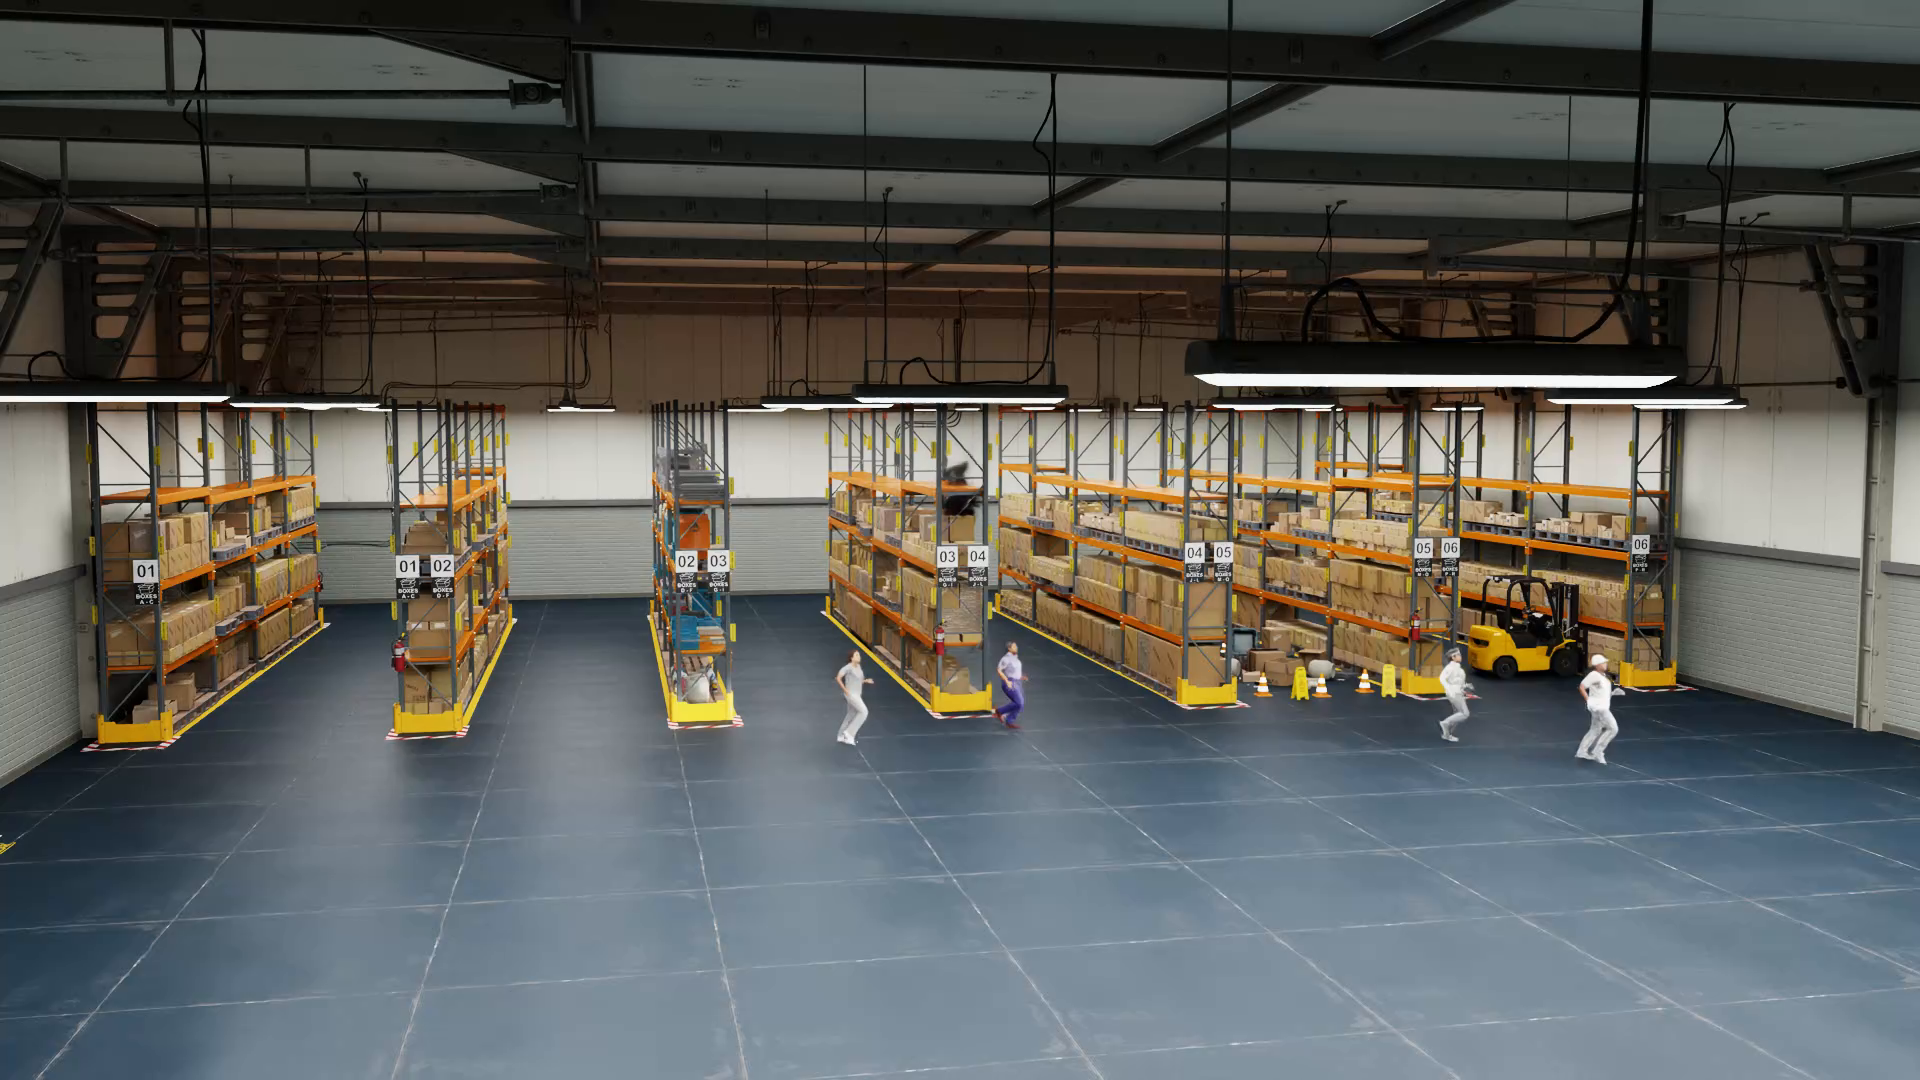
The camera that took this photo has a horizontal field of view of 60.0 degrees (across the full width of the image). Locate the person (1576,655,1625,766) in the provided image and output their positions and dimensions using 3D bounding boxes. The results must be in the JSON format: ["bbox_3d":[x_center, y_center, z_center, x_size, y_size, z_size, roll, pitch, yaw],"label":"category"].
[{"bbox_3d":[10.503,2.782,27.244,0.710,1.803,0.655,2,5,26],"label":"person"}]

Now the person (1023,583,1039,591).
[{"bbox_3d":[2.124,1.146,50.099,0.668,1.636,0.896,2,5,24],"label":"person"}]

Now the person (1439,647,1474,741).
[{"bbox_3d":[8.717,2.702,29.121,0.535,1.659,0.605,2,5,29],"label":"person"}]

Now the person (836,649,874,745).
[{"bbox_3d":[-1.823,2.707,28.890,0.657,1.636,0.541,1,5,18],"label":"person"}]

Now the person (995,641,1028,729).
[{"bbox_3d":[0.952,2.645,30.327,0.553,1.602,0.618,2,5,23],"label":"person"}]
